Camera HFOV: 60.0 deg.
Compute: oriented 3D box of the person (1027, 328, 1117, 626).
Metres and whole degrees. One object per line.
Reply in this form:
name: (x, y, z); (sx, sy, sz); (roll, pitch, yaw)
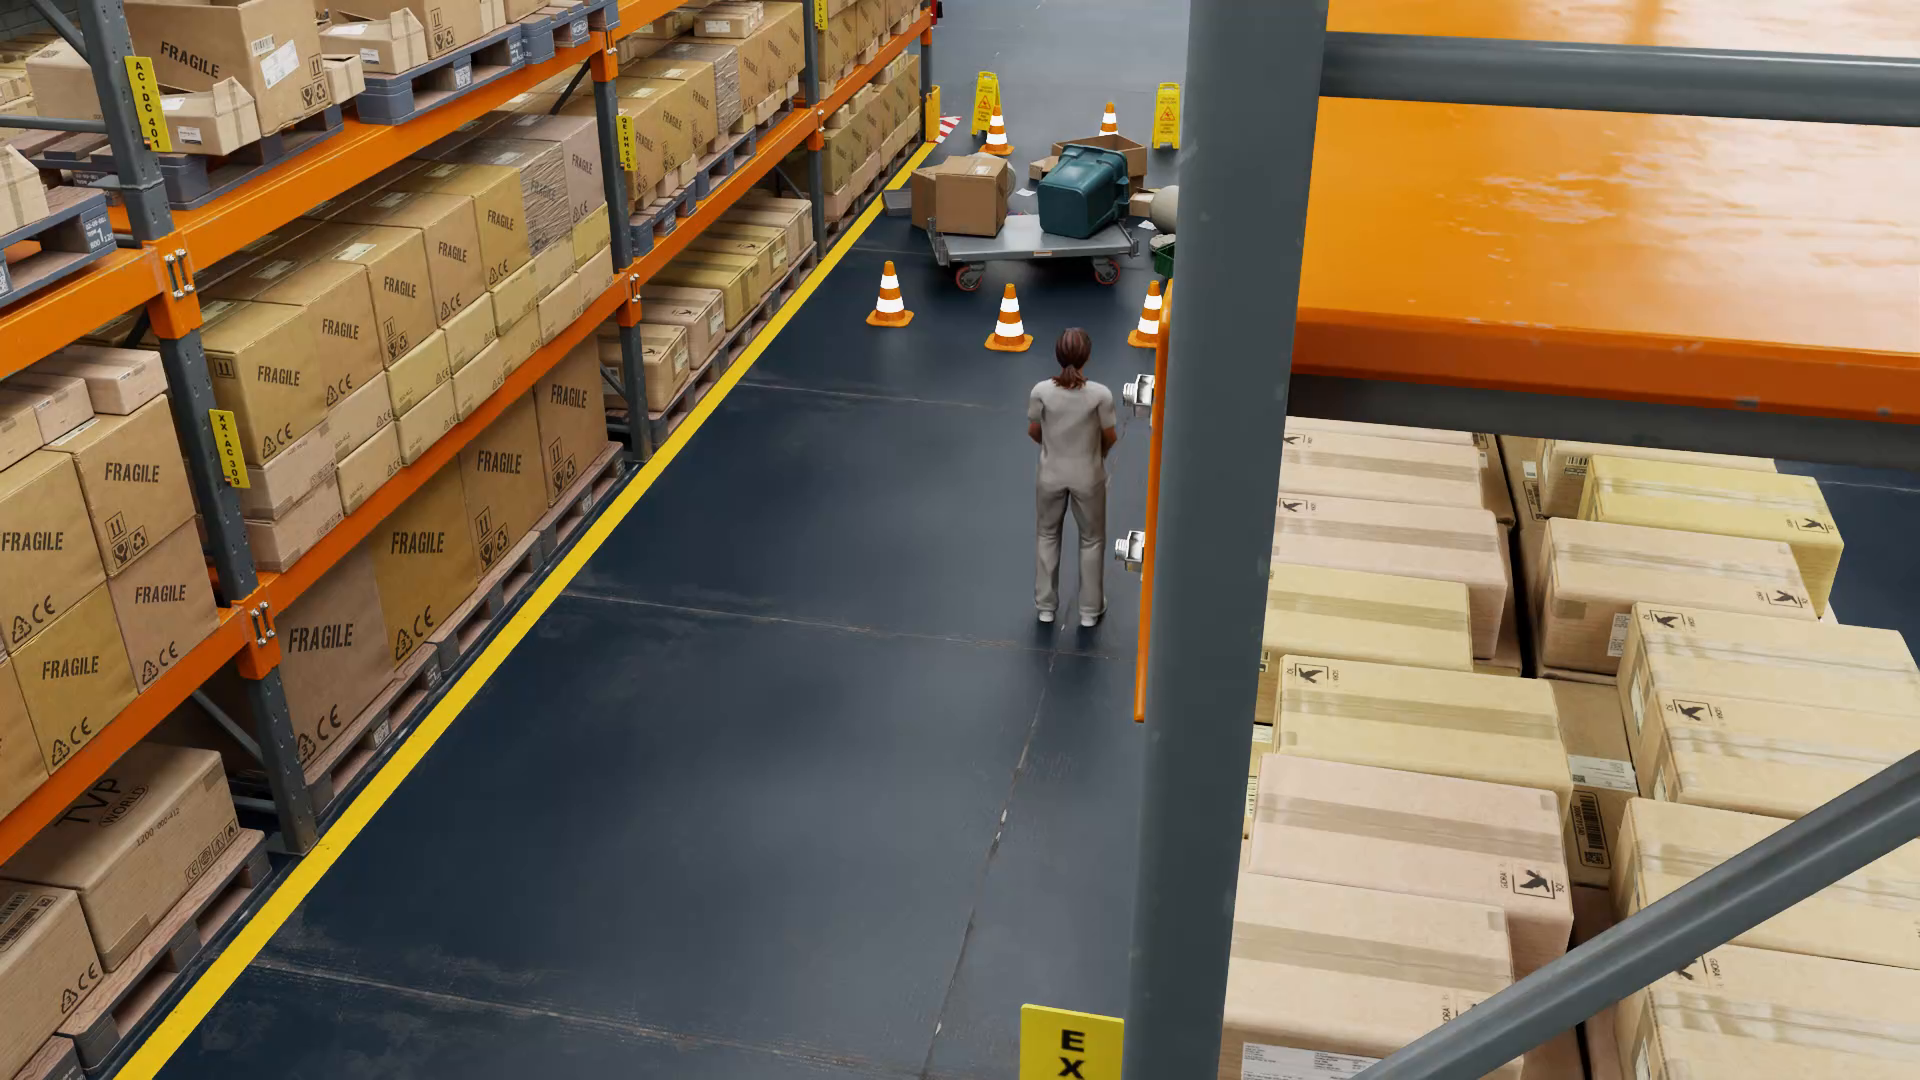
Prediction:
person: (0.587, -0.346, 8.750); (0.464, 1.675, 0.475); (6, 29, 10)
